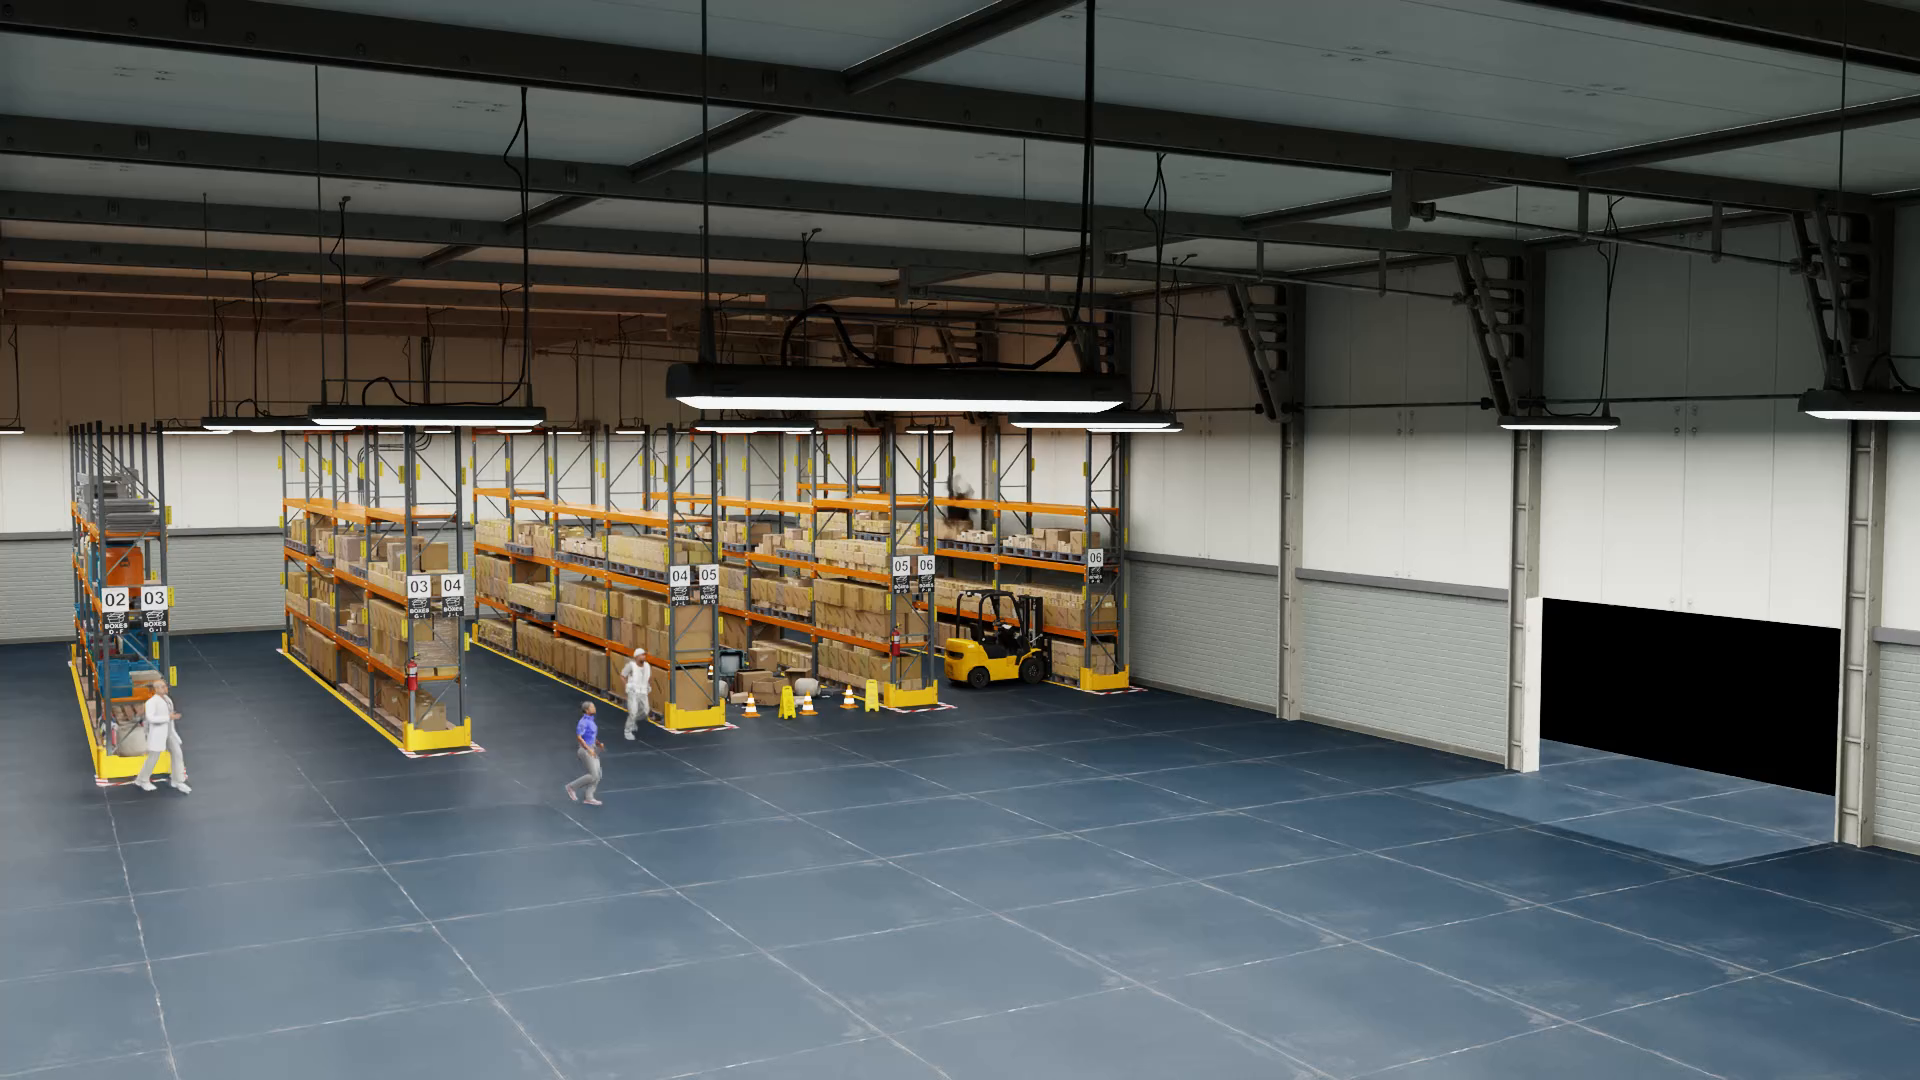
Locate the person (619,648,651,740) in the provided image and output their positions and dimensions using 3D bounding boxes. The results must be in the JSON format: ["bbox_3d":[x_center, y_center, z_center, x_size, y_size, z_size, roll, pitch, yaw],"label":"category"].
[{"bbox_3d":[-6.172,2.916,31.770,0.692,1.702,0.569,-3,5,-41],"label":"person"}]

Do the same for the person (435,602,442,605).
[{"bbox_3d":[-13.570,2.167,43.912,0.637,1.746,0.945,-1,4,-17],"label":"person"}]

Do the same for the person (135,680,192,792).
[{"bbox_3d":[-12.837,3.156,26.734,0.900,1.814,0.701,1,4,11],"label":"person"}]

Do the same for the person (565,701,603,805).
[{"bbox_3d":[-5.861,3.325,25.930,0.557,1.618,0.597,0,4,-4],"label":"person"}]
